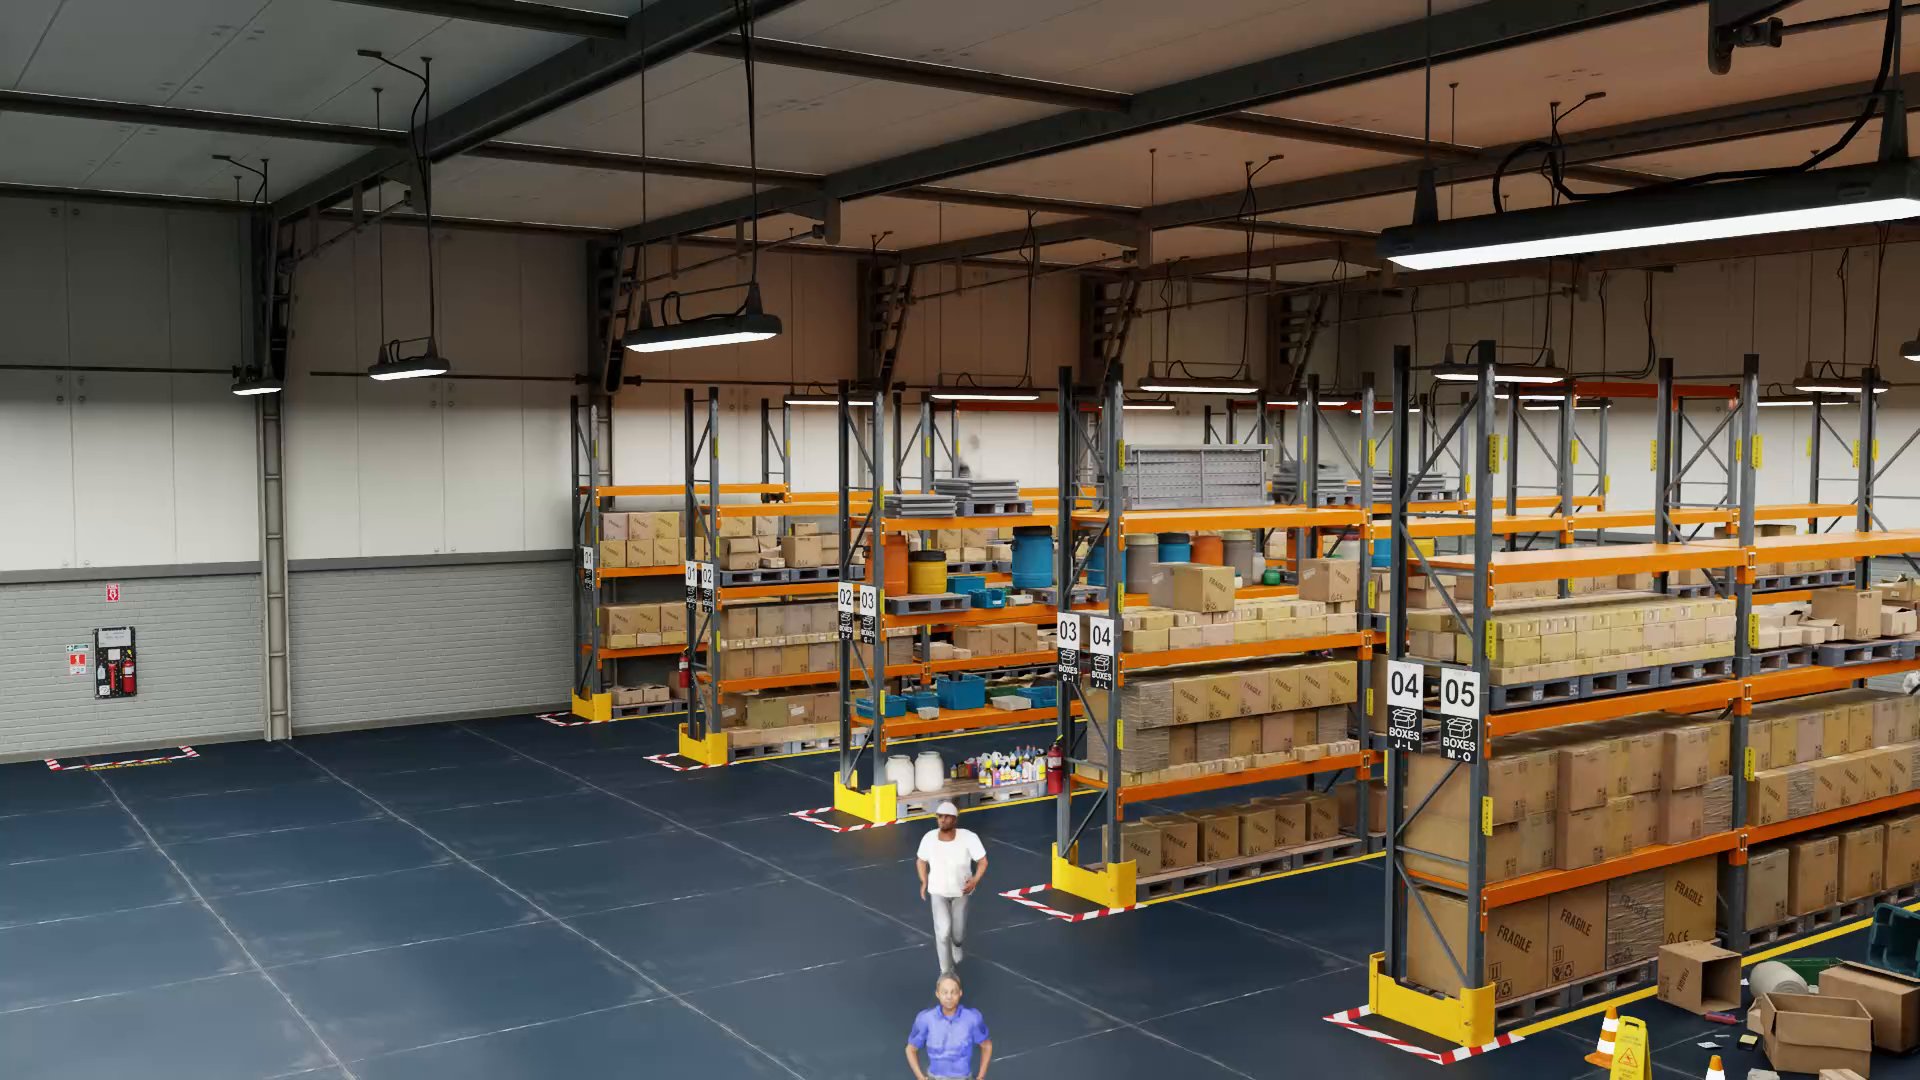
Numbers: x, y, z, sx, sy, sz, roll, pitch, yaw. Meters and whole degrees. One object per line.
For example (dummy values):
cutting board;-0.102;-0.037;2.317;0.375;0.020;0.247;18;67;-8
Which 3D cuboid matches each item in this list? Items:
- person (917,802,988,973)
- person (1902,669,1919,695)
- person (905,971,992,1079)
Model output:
person;-0.088;3.352;15.837;0.693;1.744;0.669;1;3;9
person;15.164;2.676;26.085;0.710;1.698;0.803;2;4;33
person;-0.077;3.686;11.101;0.582;1.620;0.531;0;3;2
